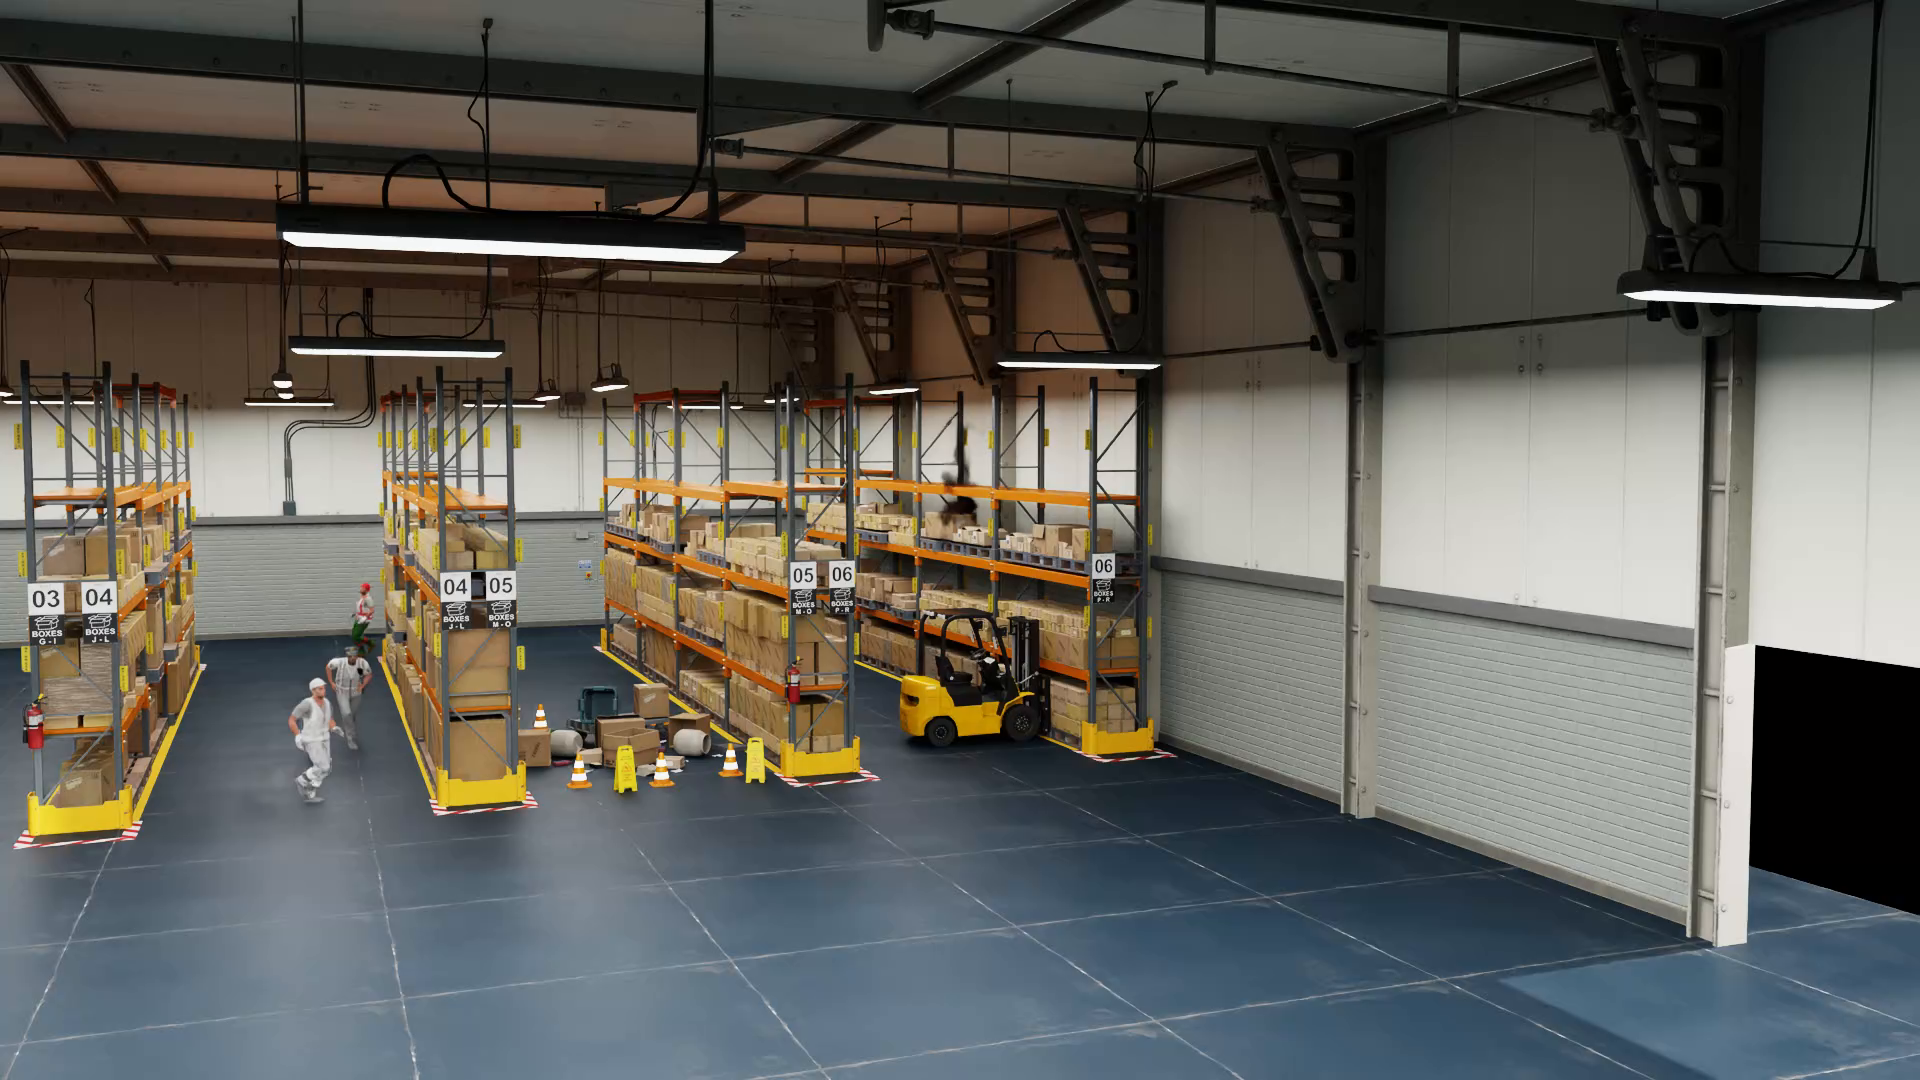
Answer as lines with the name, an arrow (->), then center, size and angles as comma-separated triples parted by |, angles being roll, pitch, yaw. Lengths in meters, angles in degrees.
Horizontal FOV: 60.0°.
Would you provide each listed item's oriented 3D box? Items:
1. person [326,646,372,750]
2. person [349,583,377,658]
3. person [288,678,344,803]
person -> -10.028, 2.556, 27.291 | 0.705, 1.720, 1.030 | -2, 4, -25
person -> -13.673, 1.849, 38.186 | 0.559, 1.731, 0.721 | -3, 5, -41
person -> -8.803, 2.760, 22.813 | 0.633, 1.732, 0.670 | 1, 4, 21
